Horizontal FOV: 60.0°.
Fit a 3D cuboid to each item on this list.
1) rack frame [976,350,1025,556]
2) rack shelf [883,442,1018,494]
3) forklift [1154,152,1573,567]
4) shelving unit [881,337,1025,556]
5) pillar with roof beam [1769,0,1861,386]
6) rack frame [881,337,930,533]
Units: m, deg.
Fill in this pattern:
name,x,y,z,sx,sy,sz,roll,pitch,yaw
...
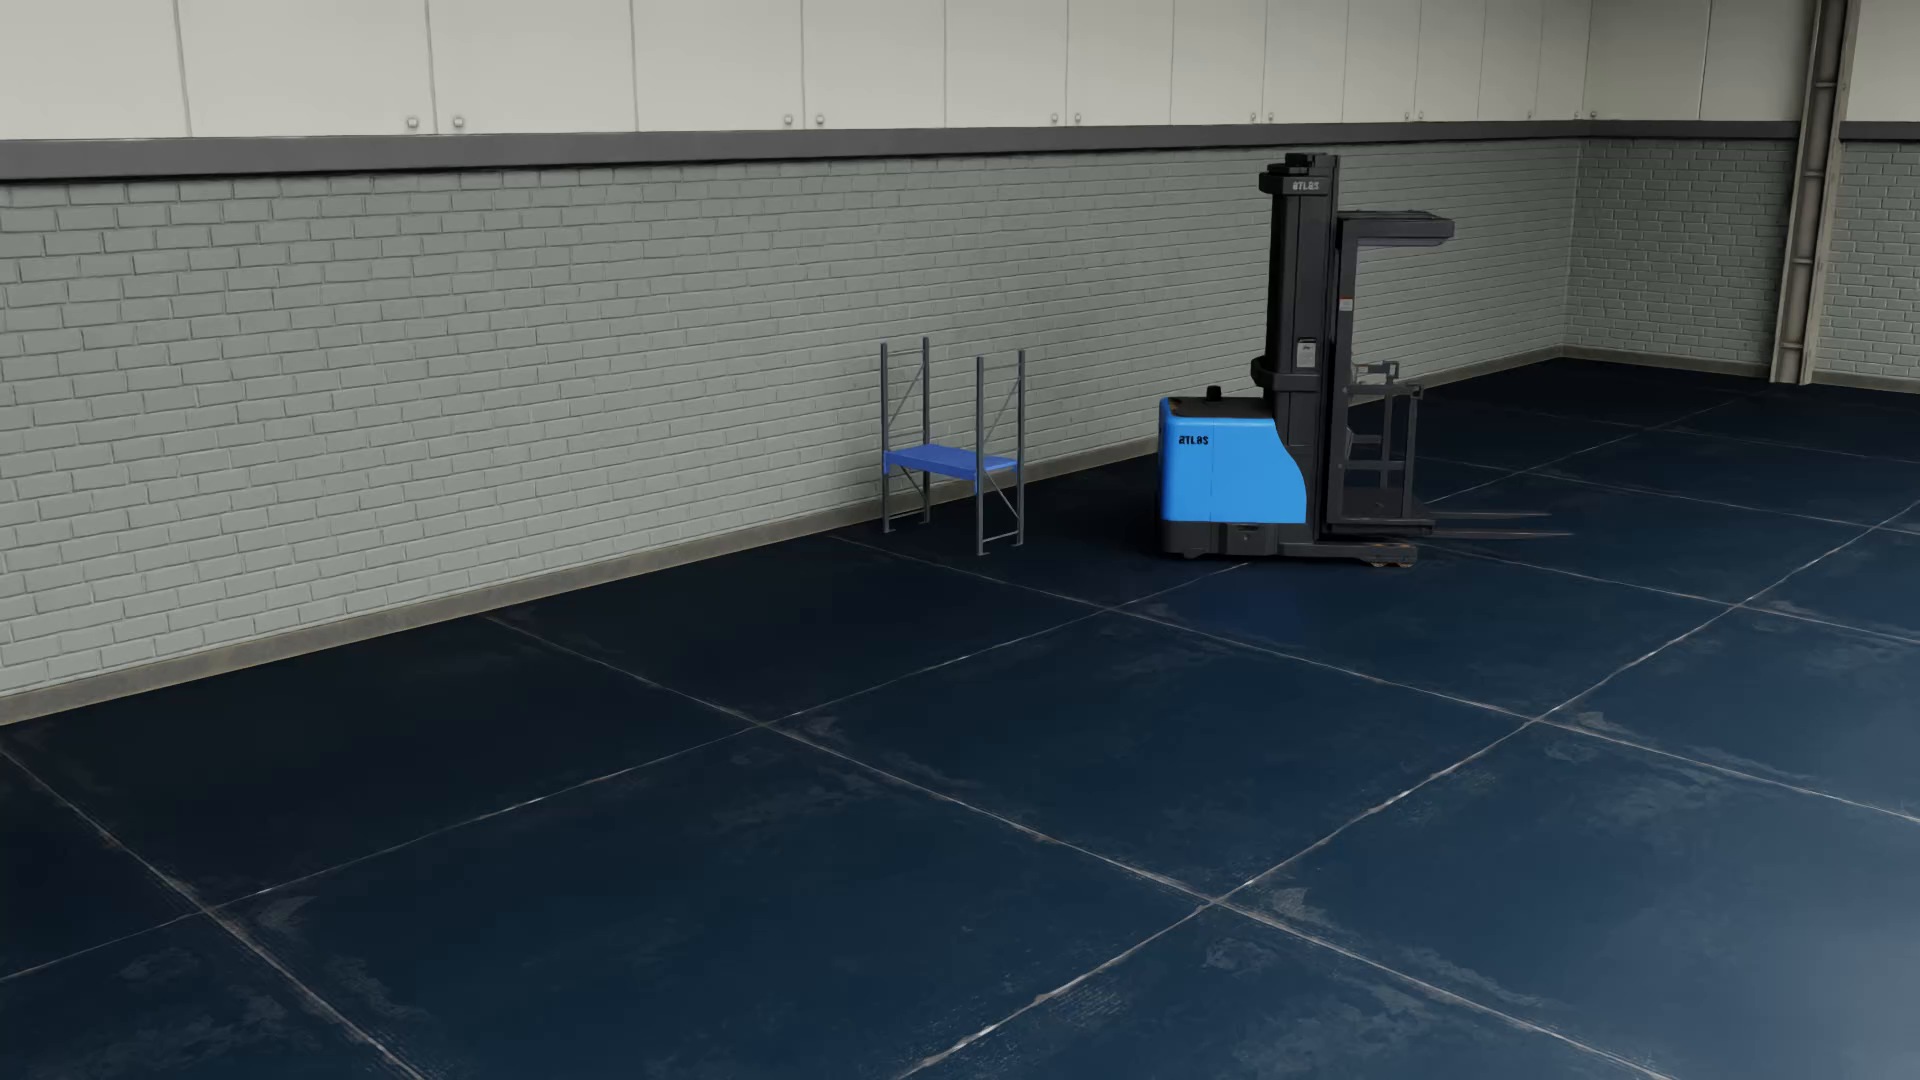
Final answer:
name,x,y,z,sx,sy,sz,roll,pitch,yaw
rack frame,0.305,-0.652,12.459,0.032,1.500,0.500,14,20,42
rack shelf,-0.061,-0.567,12.846,1.000,0.185,0.538,14,20,42
forklift,3.019,-1.358,12.329,3.031,2.935,1.130,1,15,4
shelving unit,-0.061,-0.741,12.800,1.048,1.500,0.538,14,20,42
pillar with roof beam,7.166,-5.502,16.201,0.400,9.000,9.100,14,20,42
rack frame,-0.427,-0.830,13.142,0.032,1.500,0.500,14,20,42
